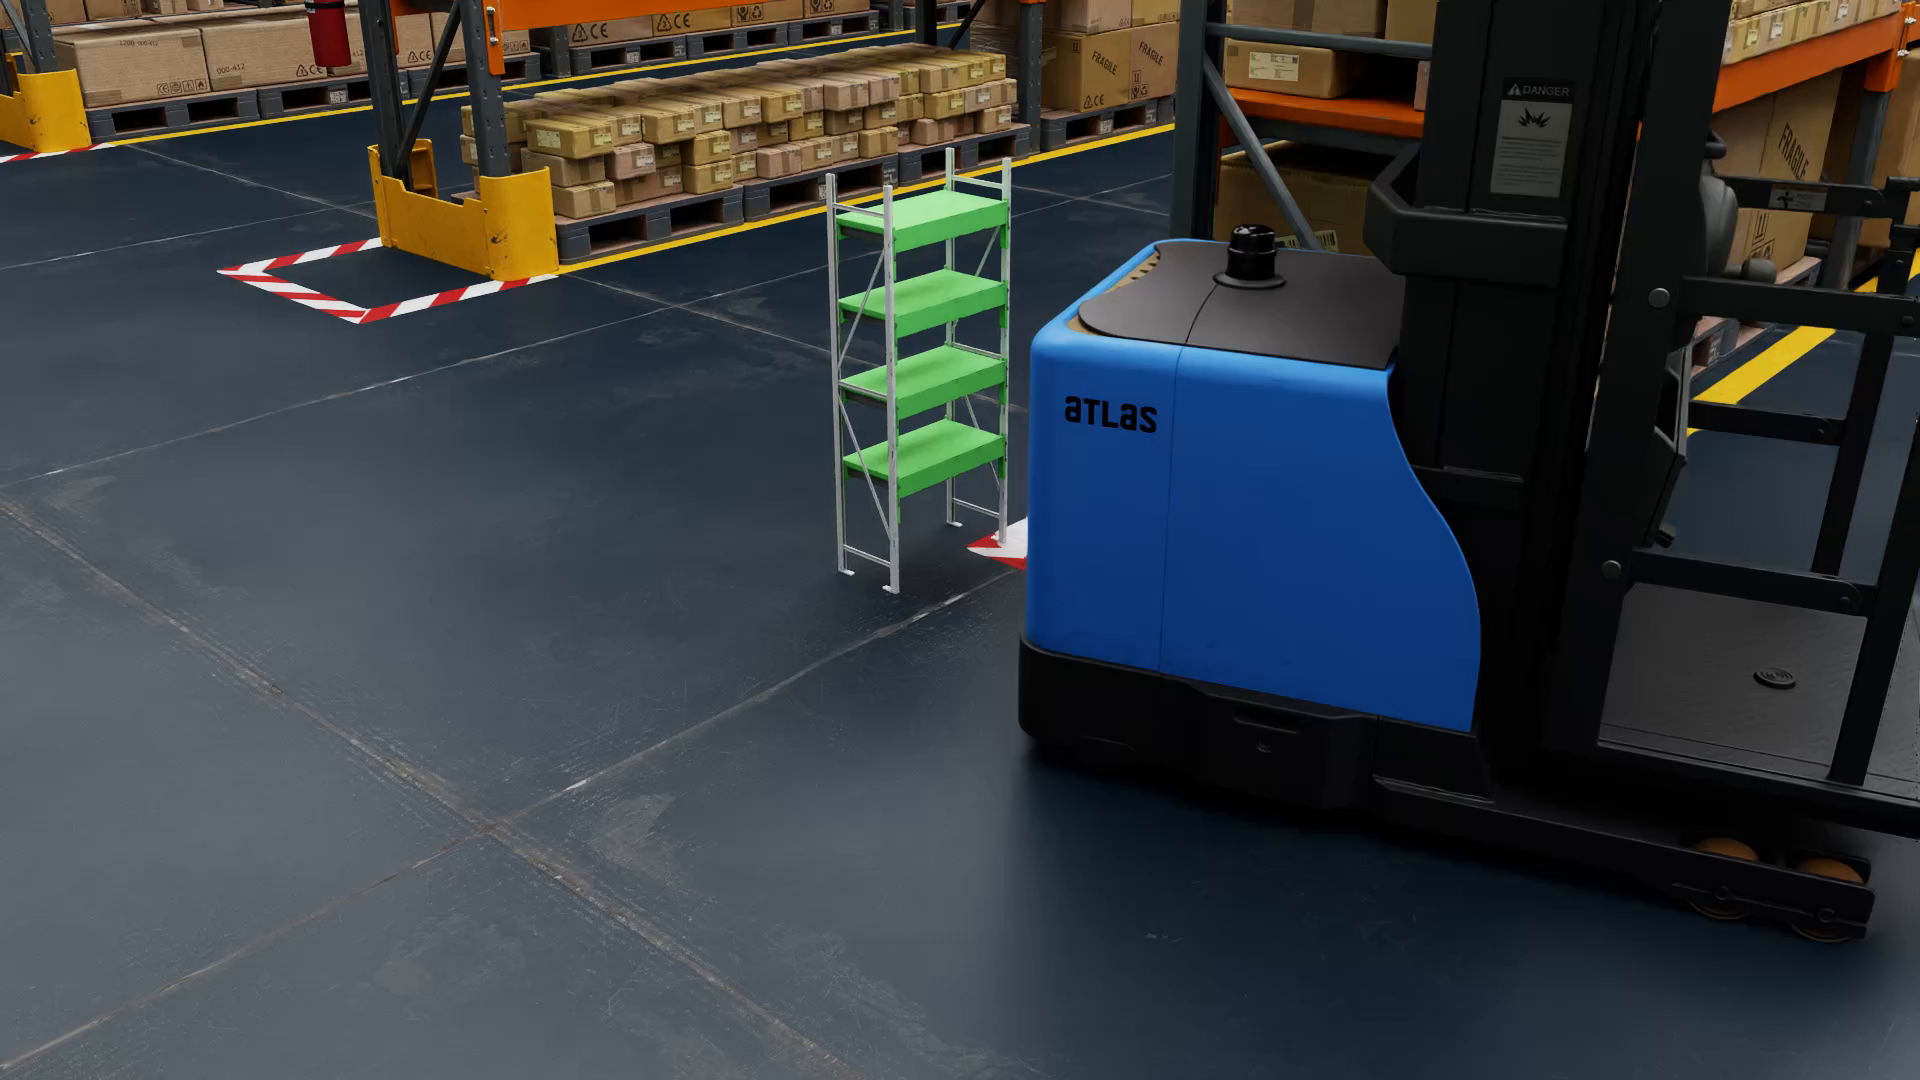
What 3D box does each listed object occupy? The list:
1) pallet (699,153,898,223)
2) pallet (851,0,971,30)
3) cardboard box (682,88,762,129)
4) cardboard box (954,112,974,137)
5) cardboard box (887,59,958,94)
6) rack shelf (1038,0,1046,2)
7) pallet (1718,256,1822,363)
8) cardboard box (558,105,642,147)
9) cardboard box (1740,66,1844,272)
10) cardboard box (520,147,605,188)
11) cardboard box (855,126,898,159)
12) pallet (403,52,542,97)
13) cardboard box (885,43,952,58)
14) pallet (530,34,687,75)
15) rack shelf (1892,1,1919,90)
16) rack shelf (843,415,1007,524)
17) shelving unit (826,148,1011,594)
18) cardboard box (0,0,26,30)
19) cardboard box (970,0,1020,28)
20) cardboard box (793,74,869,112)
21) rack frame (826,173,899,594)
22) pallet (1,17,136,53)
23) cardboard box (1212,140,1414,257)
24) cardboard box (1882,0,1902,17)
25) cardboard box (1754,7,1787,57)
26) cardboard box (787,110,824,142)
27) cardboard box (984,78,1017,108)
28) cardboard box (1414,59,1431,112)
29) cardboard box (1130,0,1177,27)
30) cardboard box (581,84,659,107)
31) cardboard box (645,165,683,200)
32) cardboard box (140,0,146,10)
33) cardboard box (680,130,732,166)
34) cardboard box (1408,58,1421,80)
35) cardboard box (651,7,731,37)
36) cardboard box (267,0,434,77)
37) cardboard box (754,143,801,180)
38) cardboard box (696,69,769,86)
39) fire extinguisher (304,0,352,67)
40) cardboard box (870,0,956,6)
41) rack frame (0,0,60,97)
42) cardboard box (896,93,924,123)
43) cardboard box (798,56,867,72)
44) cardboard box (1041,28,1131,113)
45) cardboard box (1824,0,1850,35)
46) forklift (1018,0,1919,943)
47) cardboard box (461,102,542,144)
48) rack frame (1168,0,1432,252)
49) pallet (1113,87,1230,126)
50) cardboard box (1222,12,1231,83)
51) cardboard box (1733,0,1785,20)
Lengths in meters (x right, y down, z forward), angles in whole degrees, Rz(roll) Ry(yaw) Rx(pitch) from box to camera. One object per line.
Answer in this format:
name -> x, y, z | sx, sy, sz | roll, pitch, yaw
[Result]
pallet -> -1.125, -2.151, 9.789 | 1.003, 0.211, 1.213 | 20, 31, 38
pallet -> -0.450, -5.516, 17.294 | 1.003, 0.211, 1.213 | 20, 31, 38
cardboard box -> -1.302, -2.360, 9.092 | 0.380, 0.149, 0.250 | 22, 32, 39
cardboard box -> -0.132, -2.633, 10.427 | 0.380, 0.149, 0.250 | 21, 32, 39
cardboard box -> -0.234, -2.827, 10.134 | 0.380, 0.149, 0.250 | 20, 31, 37
rack shelf -> 1.446, -4.292, 12.036 | 1.077, 0.370, 4.000 | 20, 31, 38
pallet -> 3.172, -1.143, 7.542 | 1.003, 0.211, 1.213 | 20, 31, 38
cardboard box -> -1.861, -2.138, 8.597 | 0.380, 0.149, 0.250 | 21, 31, 38
cardboard box -> 3.237, -1.669, 7.389 | 0.875, 0.875, 0.875 | 20, 31, 38
cardboard box -> -2.017, -1.908, 8.448 | 0.380, 0.149, 0.250 | 22, 32, 40
cardboard box -> -0.587, -2.374, 9.849 | 0.380, 0.149, 0.250 | 20, 31, 37
pallet -> -4.208, -3.849, 13.577 | 1.003, 0.211, 1.213 | 20, 31, 38
cardboard box -> -0.273, -3.125, 10.797 | 0.380, 0.149, 0.250 | 22, 32, 40
pallet -> -3.184, -4.315, 14.616 | 1.003, 0.211, 1.213 | 20, 31, 38
rack shelf -> 5.072, -2.907, 8.946 | 1.077, 0.370, 4.000 | 20, 31, 38
rack shelf -> -0.111, -0.220, 5.016 | 0.258, 0.148, 0.480 | 20, 31, 38
shelving unit -> -0.111, -0.497, 4.892 | 0.258, 1.200, 0.503 | 20, 31, 38
cardboard box -> -8.933, -4.929, 15.118 | 0.700, 0.500, 0.500 | 22, 32, 40
cardboard box -> 0.420, -3.700, 11.462 | 0.500, 0.250, 0.500 | 19, 30, 36
cardboard box -> -0.748, -2.576, 9.574 | 0.380, 0.149, 0.250 | 19, 30, 36
rack frame -> -0.273, -0.423, 4.726 | 0.240, 1.200, 0.015 | 20, 31, 38
pallet -> -8.614, -4.831, 15.767 | 1.003, 0.211, 1.213 | 20, 31, 38
cardboard box -> 1.435, -0.846, 5.555 | 0.875, 0.875, 0.875 | 20, 31, 38
cardboard box -> 3.778, -2.329, 7.085 | 0.380, 0.149, 0.250 | 20, 31, 38
cardboard box -> 2.750, -1.860, 6.039 | 0.380, 0.149, 0.250 | 21, 31, 38
cardboard box -> -0.999, -2.404, 9.553 | 0.380, 0.149, 0.250 | 22, 32, 40
cardboard box -> 0.138, -2.855, 10.558 | 0.380, 0.149, 0.250 | 21, 32, 39
cardboard box -> 1.551, -1.311, 4.814 | 0.380, 0.149, 0.250 | 21, 31, 38
cardboard box -> 1.155, -3.720, 11.506 | 0.500, 0.250, 0.500 | 21, 32, 39
cardboard box -> -1.885, -2.421, 9.228 | 0.380, 0.149, 0.250 | 19, 30, 36
cardboard box -> -1.696, -1.935, 8.870 | 0.380, 0.149, 0.250 | 21, 31, 38
cardboard box -> -8.248, -5.308, 16.393 | 0.380, 0.149, 0.250 | 20, 31, 37
cardboard box -> -1.443, -2.124, 8.928 | 0.380, 0.149, 0.250 | 21, 32, 39
cardboard box -> 1.402, -1.647, 5.564 | 0.380, 0.149, 0.250 | 20, 31, 38
cardboard box -> -2.691, -5.042, 14.913 | 0.875, 0.875, 0.875 | 21, 32, 39
cardboard box -> -4.738, -3.919, 12.944 | 0.875, 0.438, 0.875 | 19, 30, 36
cardboard box -> -1.113, -2.139, 9.325 | 0.380, 0.149, 0.250 | 18, 30, 35
cardboard box -> -1.335, -2.656, 9.751 | 0.380, 0.149, 0.250 | 20, 31, 38
fire extinguisher -> -3.070, -2.636, 8.013 | 0.296, 0.674, 0.183 | 20, 31, 38
cardboard box -> -0.588, -5.713, 17.023 | 0.950, 0.372, 0.625 | 18, 30, 34
rack frame -> -6.312, -4.113, 10.757 | 1.000, 3.000, 0.127 | 20, 31, 38
cardboard box -> -0.440, -2.633, 10.063 | 0.380, 0.149, 0.250 | 20, 31, 38
cardboard box -> -0.790, -2.881, 10.253 | 0.380, 0.149, 0.250 | 19, 30, 36
cardboard box -> 0.802, -3.215, 11.296 | 0.500, 0.500, 0.500 | 22, 32, 39
cardboard box -> 3.263, -2.094, 6.561 | 0.380, 0.149, 0.250 | 21, 31, 38
forklift -> 1.709, -0.760, 3.363 | 3.031, 2.935, 1.130 | 10, 26, 21
cardboard box -> -2.394, -2.185, 8.701 | 0.380, 0.149, 0.250 | 21, 31, 38
rack frame -> 1.068, -1.407, 4.722 | 1.000, 3.000, 0.127 | 20, 31, 38
pallet -> 1.444, -3.350, 12.463 | 1.003, 0.211, 1.213 | 20, 31, 38
cardboard box -> 1.846, -3.686, 12.347 | 0.500, 0.500, 0.500 | 18, 30, 35
cardboard box -> 2.614, -2.020, 5.908 | 0.500, 0.250, 0.500 | 19, 31, 37
